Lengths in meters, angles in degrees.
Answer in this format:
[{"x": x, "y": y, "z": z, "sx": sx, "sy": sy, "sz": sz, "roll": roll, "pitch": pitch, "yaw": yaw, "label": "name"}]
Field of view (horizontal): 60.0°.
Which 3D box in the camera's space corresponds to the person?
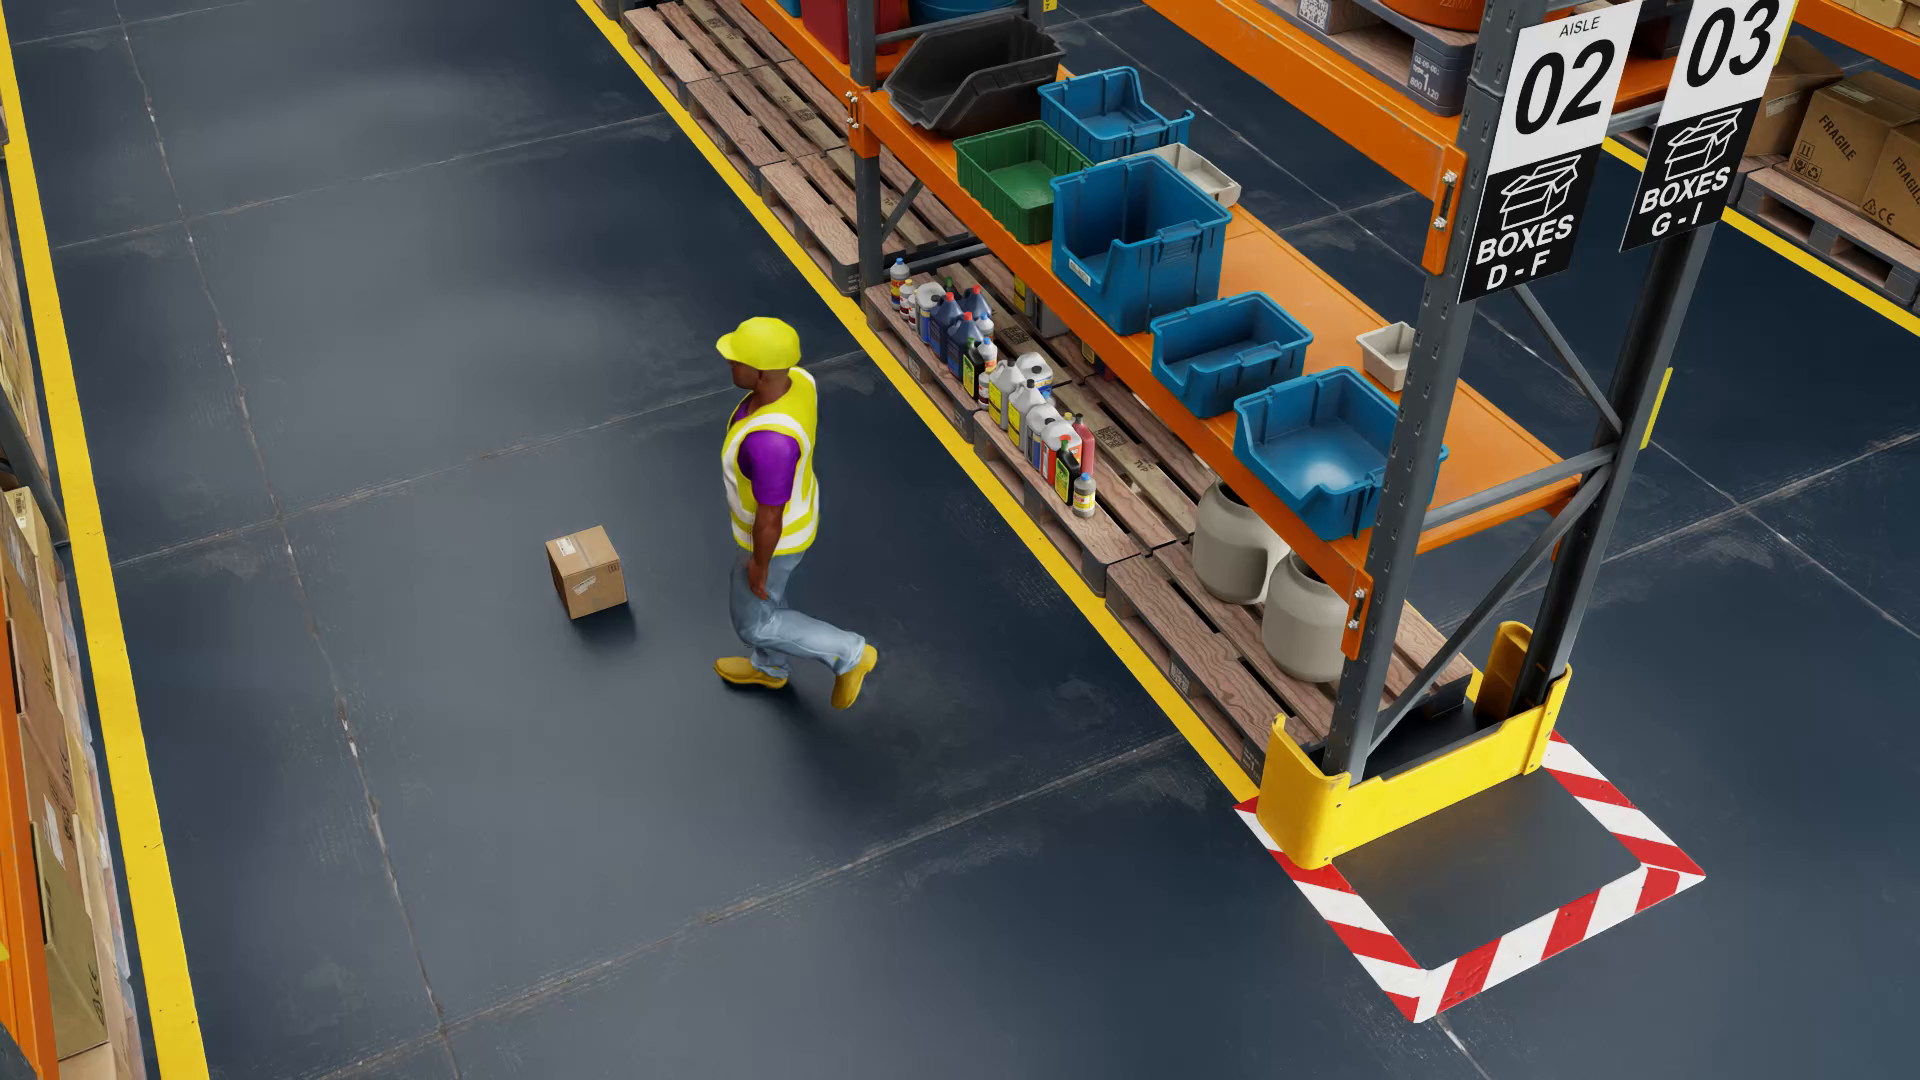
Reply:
[{"x": -0.663, "y": -0.071, "z": 6.204, "sx": 0.689, "sy": 1.754, "sz": 0.583, "roll": 1, "pitch": 41, "yaw": 1, "label": "person"}]
